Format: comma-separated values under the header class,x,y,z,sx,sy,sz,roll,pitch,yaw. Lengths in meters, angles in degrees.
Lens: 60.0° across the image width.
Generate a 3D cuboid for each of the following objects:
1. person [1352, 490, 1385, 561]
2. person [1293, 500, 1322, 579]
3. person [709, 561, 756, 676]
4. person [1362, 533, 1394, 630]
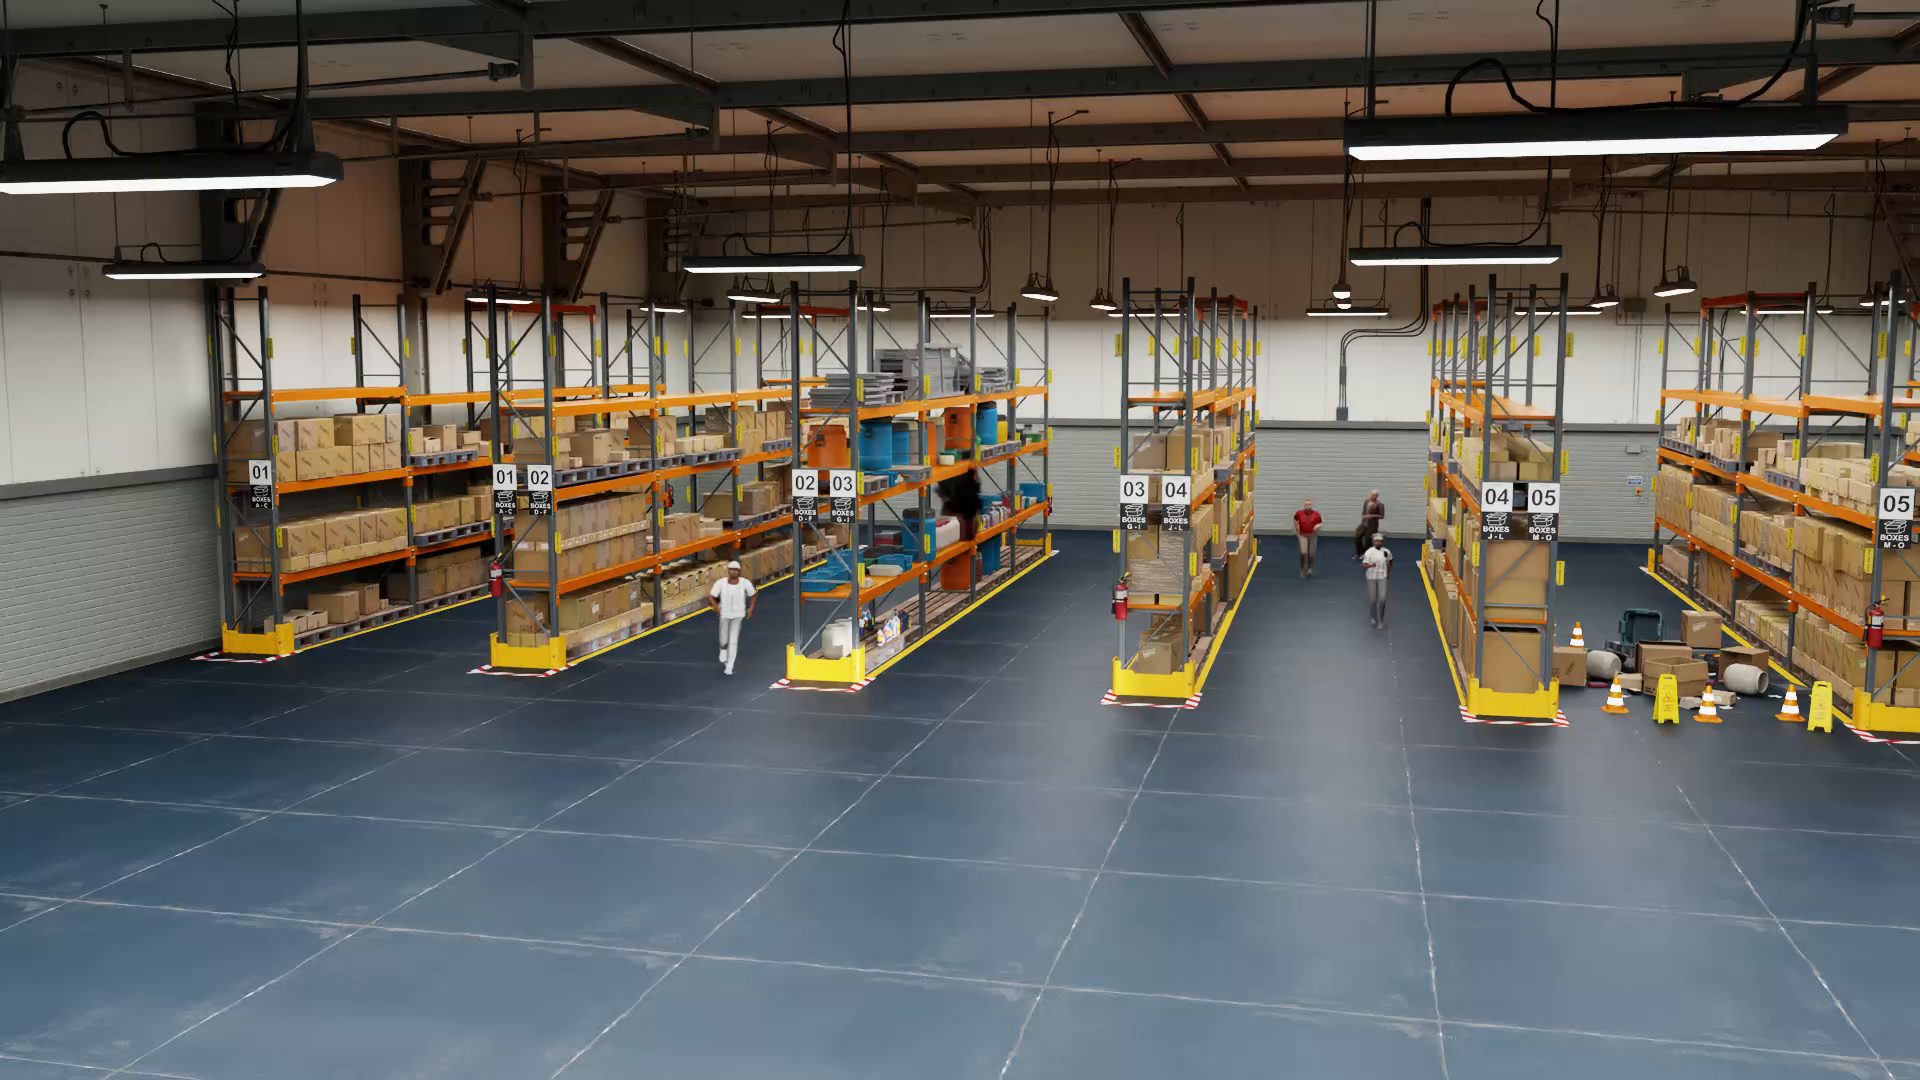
class,x,y,z,sx,sy,sz,roll,pitch,yaw
person,9.621,-0.327,39.055,0.729,1.736,0.815,-6,9,-40
person,7.638,-0.008,36.510,0.589,1.773,0.859,0,7,4
person,-3.532,1.188,25.882,0.735,1.753,0.755,-1,7,-8
person,7.507,0.740,29.881,0.555,1.755,0.702,1,7,13
